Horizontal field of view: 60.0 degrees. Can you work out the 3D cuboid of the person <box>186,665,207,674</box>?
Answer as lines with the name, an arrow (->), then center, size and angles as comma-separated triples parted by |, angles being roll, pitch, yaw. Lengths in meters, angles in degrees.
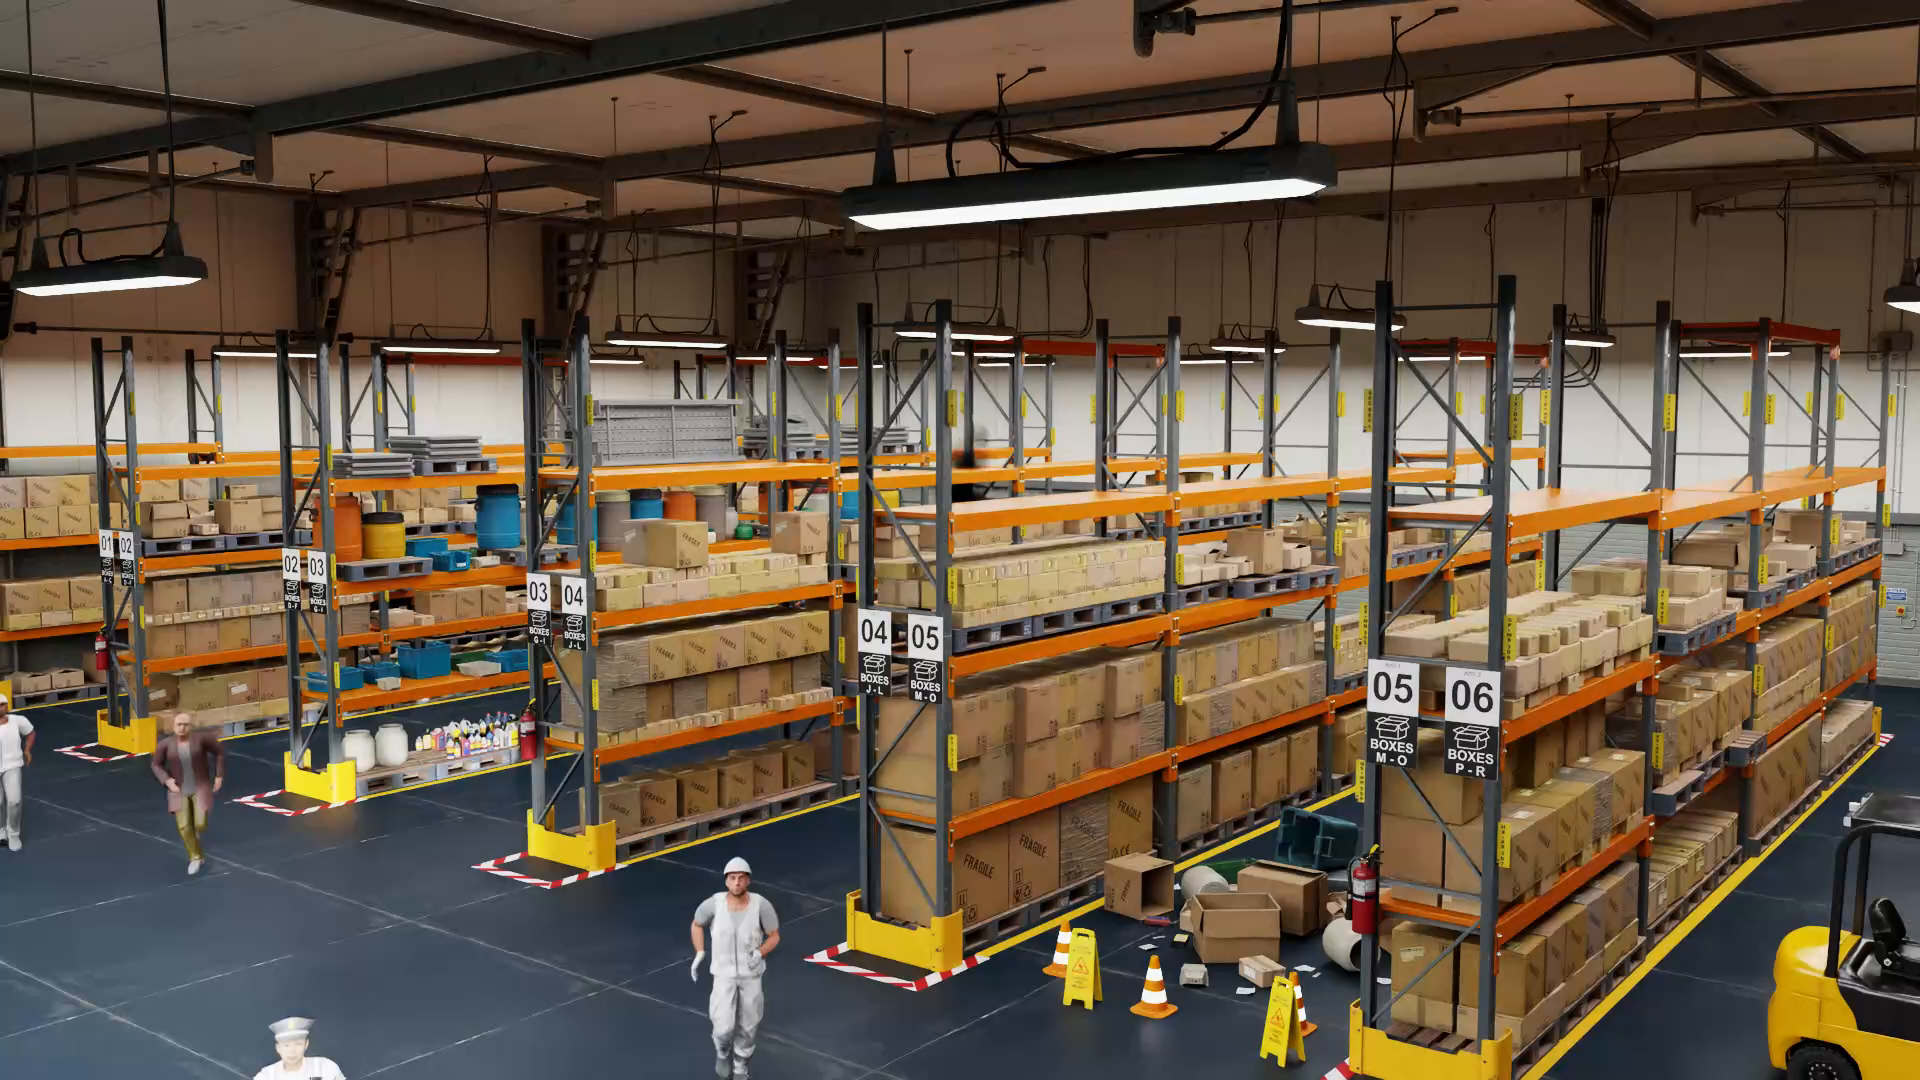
person -> -12.328, 1.916, 27.075 | 0.662, 1.692, 0.728 | 2, 5, 19

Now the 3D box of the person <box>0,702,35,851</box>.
person -> -10.904, 2.661, 18.942 | 0.673, 1.774, 0.706 | -3, 6, -29

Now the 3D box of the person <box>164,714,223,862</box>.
person -> -8.432, 2.704, 18.197 | 0.700, 1.637, 0.682 | -2, 5, -22

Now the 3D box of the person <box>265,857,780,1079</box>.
person -> -2.655, 3.305, 10.944 | 3.054, 1.691, 2.883 | -1, 5, -9

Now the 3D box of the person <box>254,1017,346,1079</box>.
person -> -3.761, 3.516, 9.473 | 0.592, 1.651, 0.501 | -2, 5, -18
